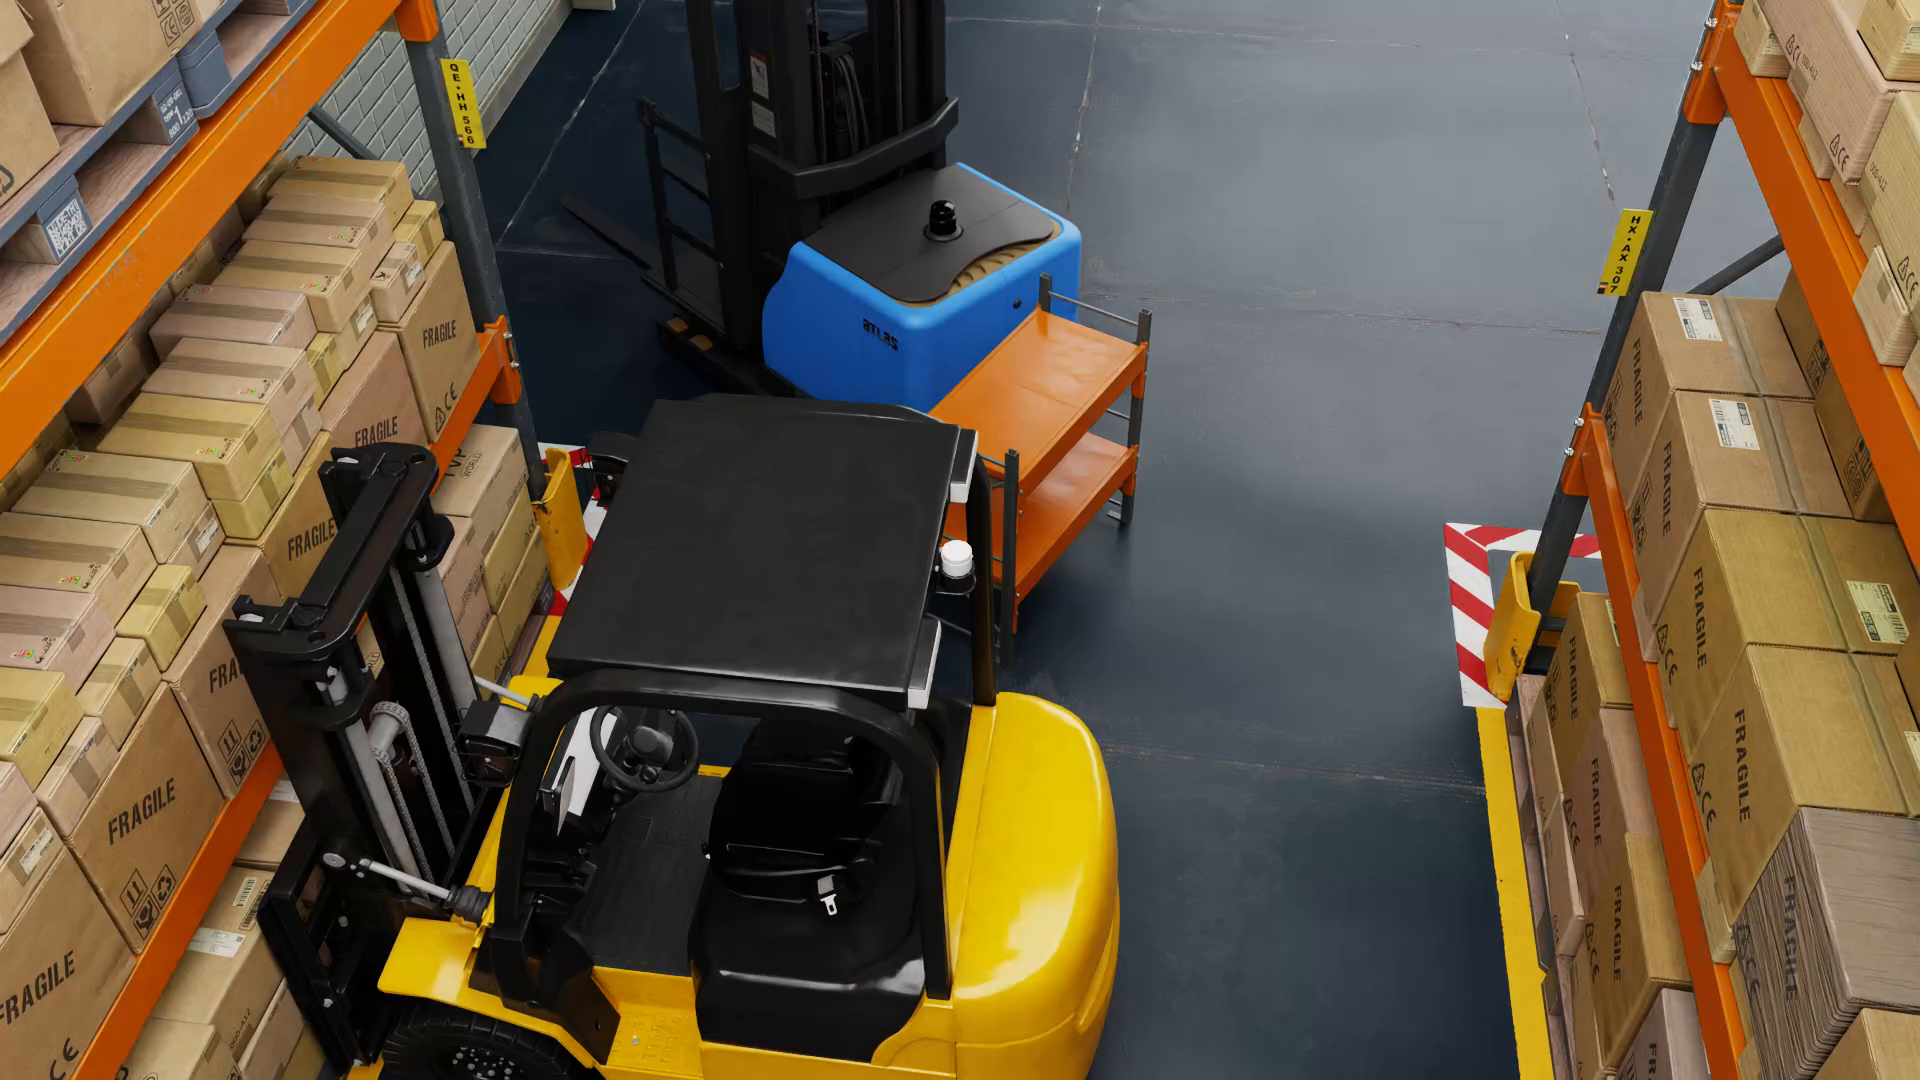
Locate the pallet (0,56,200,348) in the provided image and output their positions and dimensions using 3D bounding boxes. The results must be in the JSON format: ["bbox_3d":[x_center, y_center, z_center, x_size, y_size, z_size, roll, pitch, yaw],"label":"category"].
[{"bbox_3d":[-2.489,-0.764,3.758,1.003,0.211,1.213,5,44,6],"label":"pallet"}]

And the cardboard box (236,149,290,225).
[{"bbox_3d":[-2.467,-1.191,5.565,0.380,0.149,0.250,4,44,5],"label":"cardboard box"}]

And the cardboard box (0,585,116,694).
[{"bbox_3d":[-2.312,0.251,4.043,0.380,0.149,0.250,5,44,5],"label":"cardboard box"}]

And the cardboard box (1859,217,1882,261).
[{"bbox_3d":[2.289,-0.656,3.763,0.380,0.149,0.250,4,44,4],"label":"cardboard box"}]

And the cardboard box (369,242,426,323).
[{"bbox_3d":[-1.984,-0.853,5.425,0.380,0.149,0.250,6,44,6],"label":"cardboard box"}]

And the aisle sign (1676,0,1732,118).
[{"bbox_3d":[2.410,-1.586,4.853,0.394,0.787,0.004,5,44,6],"label":"aisle sign"}]

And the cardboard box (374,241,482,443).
[{"bbox_3d":[-2.016,-0.697,5.732,0.500,0.500,0.500,4,44,5],"label":"cardboard box"}]

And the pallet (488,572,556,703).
[{"bbox_3d":[-2.271,0.517,6.550,1.003,0.211,1.213,5,44,6],"label":"pallet"}]

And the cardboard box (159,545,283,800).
[{"bbox_3d":[-2.217,0.348,4.628,0.500,0.500,0.500,6,44,6],"label":"cardboard box"}]

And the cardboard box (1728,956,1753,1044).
[{"bbox_3d":[2.115,1.135,4.053,0.380,0.149,0.250,5,44,5],"label":"cardboard box"}]

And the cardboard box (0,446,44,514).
[{"bbox_3d":[-2.700,-0.139,4.454,0.380,0.149,0.250,5,44,6],"label":"cardboard box"}]

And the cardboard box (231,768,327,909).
[{"bbox_3d":[-2.156,0.843,5.145,0.500,0.250,0.500,4,44,5],"label":"cardboard box"}]

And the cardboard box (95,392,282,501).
[{"bbox_3d":[-2.119,-0.258,4.580,0.380,0.149,0.250,6,44,6],"label":"cardboard box"}]

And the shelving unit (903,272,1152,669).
[{"bbox_3d":[0.268,-0.285,6.733,0.538,1.125,1.048,24,48,23],"label":"shelving unit"}]

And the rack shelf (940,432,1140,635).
[{"bbox_3d":[0.268,-0.107,6.901,0.538,0.278,1.000,24,48,23],"label":"rack shelf"}]

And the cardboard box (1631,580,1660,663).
[{"bbox_3d":[2.245,0.248,4.989,0.380,0.149,0.250,6,44,6],"label":"cardboard box"}]

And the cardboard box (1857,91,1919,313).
[{"bbox_3d":[2.259,-0.699,3.518,0.500,0.250,0.500,6,44,7],"label":"cardboard box"}]

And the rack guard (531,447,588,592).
[{"bbox_3d":[-2.208,-0.129,7.023,1.175,0.500,0.348,5,44,6],"label":"rack guard"}]

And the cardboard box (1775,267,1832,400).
[{"bbox_3d":[2.858,-0.711,4.803,0.700,0.500,0.500,4,44,4],"label":"cardboard box"}]

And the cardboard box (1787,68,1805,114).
[{"bbox_3d":[2.398,-1.186,4.322,0.380,0.149,0.250,4,44,4],"label":"cardboard box"}]

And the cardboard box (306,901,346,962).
[{"bbox_3d":[-2.160,1.040,5.301,0.500,0.250,0.500,5,44,5],"label":"cardboard box"}]

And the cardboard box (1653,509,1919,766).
[{"bbox_3d":[2.240,0.282,4.481,0.500,0.500,0.500,4,44,5],"label":"cardboard box"}]

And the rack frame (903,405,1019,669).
[{"bbox_3d":[-0.006,0.010,6.422,0.500,1.125,0.032,24,48,23],"label":"rack frame"}]

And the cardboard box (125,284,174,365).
[{"bbox_3d":[-2.604,-0.667,5.012,0.380,0.149,0.250,5,44,6],"label":"cardboard box"}]

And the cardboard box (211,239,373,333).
[{"bbox_3d":[-2.059,-0.785,5.137,0.380,0.149,0.250,6,44,6],"label":"cardboard box"}]

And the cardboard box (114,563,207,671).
[{"bbox_3d":[-2.213,0.189,4.325,0.380,0.149,0.250,4,44,5],"label":"cardboard box"}]

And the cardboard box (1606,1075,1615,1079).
[{"bbox_3d":[2.125,1.863,4.795,0.500,0.250,0.500,6,44,6],"label":"cardboard box"}]

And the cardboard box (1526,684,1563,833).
[{"bbox_3d":[2.329,0.799,5.919,0.500,0.250,0.500,5,44,5],"label":"cardboard box"}]

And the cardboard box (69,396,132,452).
[{"bbox_3d":[-2.721,-0.398,4.944,0.380,0.149,0.250,6,44,6],"label":"cardboard box"}]

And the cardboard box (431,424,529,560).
[{"bbox_3d":[-1.963,-0.195,6.242,0.500,0.250,0.500,7,44,7],"label":"cardboard box"}]

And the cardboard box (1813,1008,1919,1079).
[{"bbox_3d":[2.054,1.333,3.371,0.500,0.500,0.500,7,44,7],"label":"cardboard box"}]

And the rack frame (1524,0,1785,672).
[{"bbox_3d":[2.709,-0.572,5.672,1.000,3.000,0.127,5,44,6],"label":"rack frame"}]

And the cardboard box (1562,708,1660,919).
[{"bbox_3d":[2.261,0.900,5.267,0.500,0.500,0.500,4,44,4],"label":"cardboard box"}]

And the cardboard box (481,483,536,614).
[{"bbox_3d":[-1.966,0.004,6.395,0.500,0.250,0.500,5,44,5],"label":"cardboard box"}]

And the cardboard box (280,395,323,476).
[{"bbox_3d":[-2.111,-0.328,4.870,0.380,0.149,0.250,4,44,4],"label":"cardboard box"}]

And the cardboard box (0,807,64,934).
[{"bbox_3d":[-2.292,0.722,3.761,0.380,0.149,0.250,6,44,6],"label":"cardboard box"}]

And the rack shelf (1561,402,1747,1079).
[{"bbox_3d":[2.445,1.053,4.480,1.077,0.370,4.000,5,44,6],"label":"rack shelf"}]

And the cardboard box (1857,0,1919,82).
[{"bbox_3d":[2.241,-1.133,3.686,0.380,0.149,0.250,5,44,5],"label":"cardboard box"}]

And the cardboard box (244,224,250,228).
[{"bbox_3d":[-2.513,-1.085,5.669,0.380,0.149,0.250,4,44,4],"label":"cardboard box"}]

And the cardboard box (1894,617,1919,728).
[{"bbox_3d":[2.615,0.317,3.717,0.700,0.500,0.500,5,44,5],"label":"cardboard box"}]

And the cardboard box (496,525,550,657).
[{"bbox_3d":[-1.960,0.175,6.578,0.500,0.250,0.500,6,44,6],"label":"cardboard box"}]

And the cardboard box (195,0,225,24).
[{"bbox_3d":[-2.053,-1.484,4.174,0.396,0.266,0.258,5,44,6],"label":"cardboard box"}]

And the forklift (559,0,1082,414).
[{"bbox_3d":[-0.844,-2.118,7.355,1.130,2.935,3.031,-33,53,-30],"label":"forklift"}]
